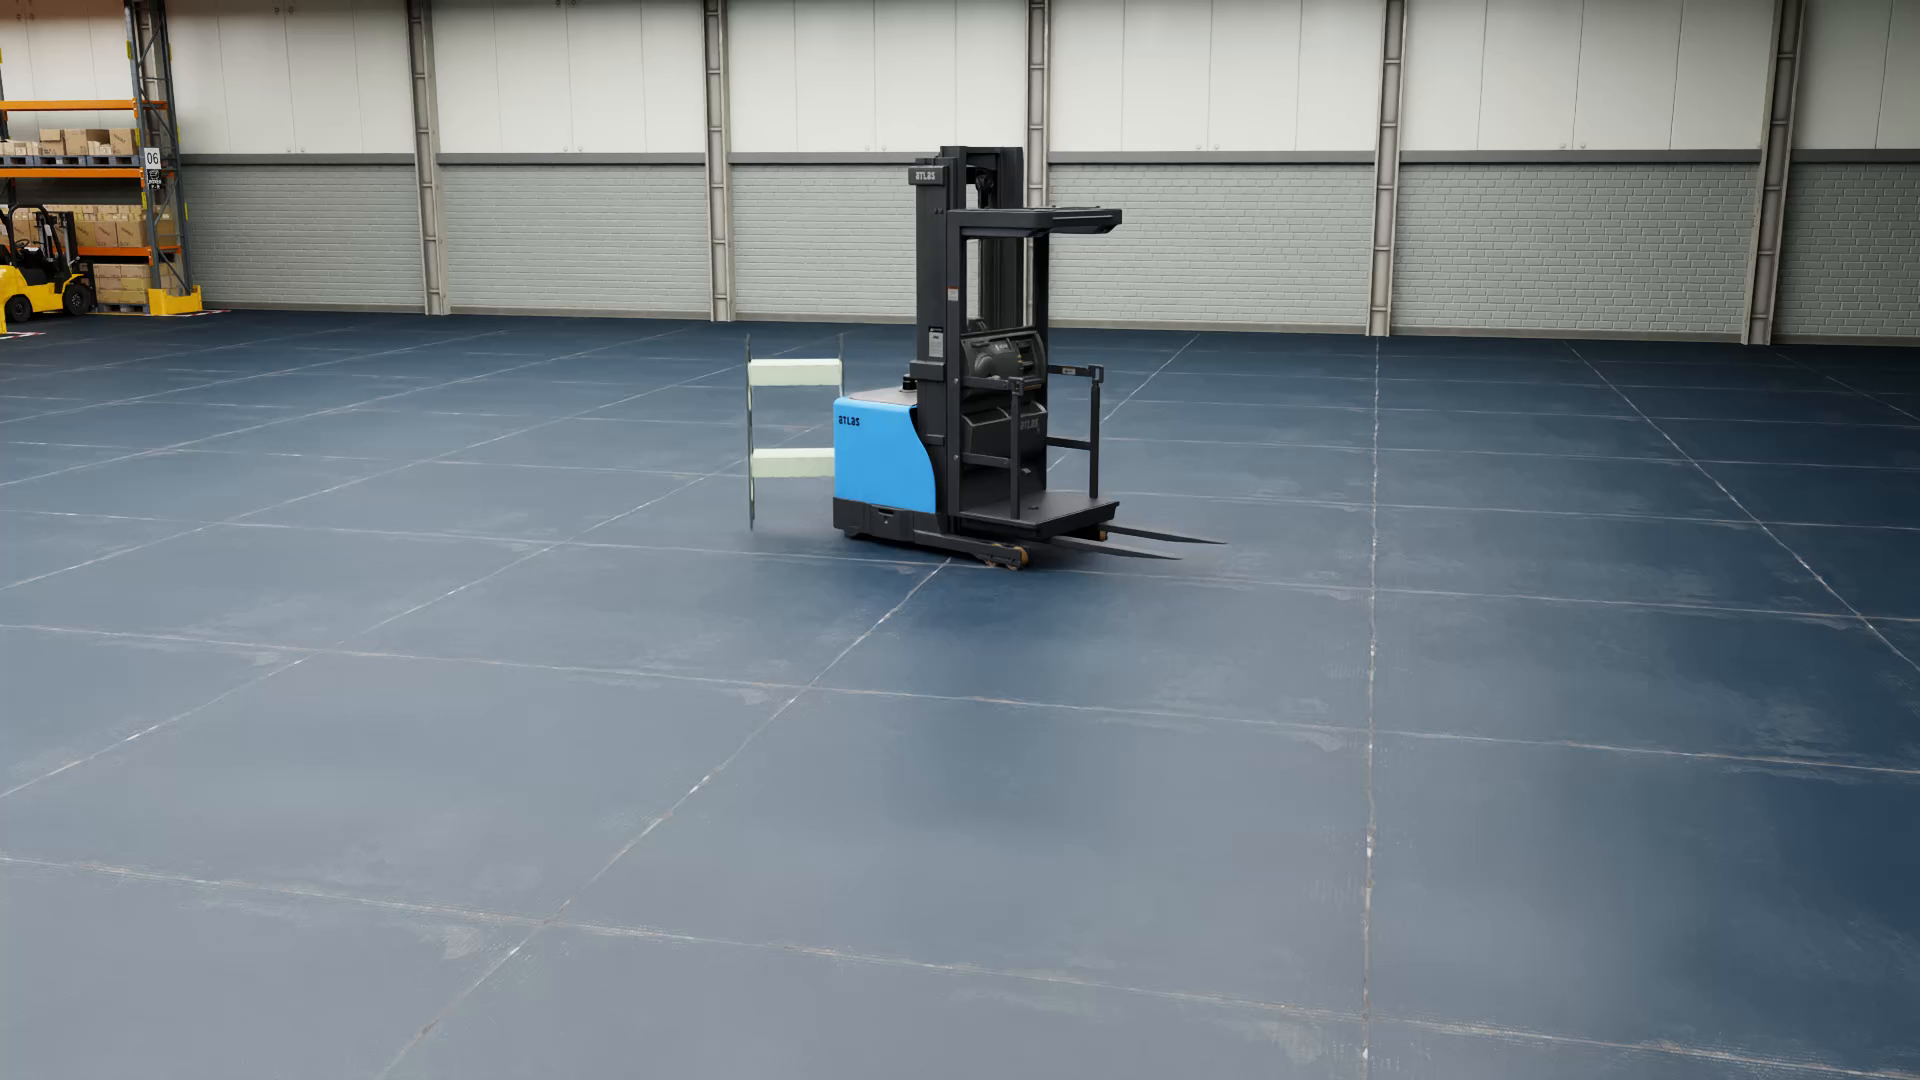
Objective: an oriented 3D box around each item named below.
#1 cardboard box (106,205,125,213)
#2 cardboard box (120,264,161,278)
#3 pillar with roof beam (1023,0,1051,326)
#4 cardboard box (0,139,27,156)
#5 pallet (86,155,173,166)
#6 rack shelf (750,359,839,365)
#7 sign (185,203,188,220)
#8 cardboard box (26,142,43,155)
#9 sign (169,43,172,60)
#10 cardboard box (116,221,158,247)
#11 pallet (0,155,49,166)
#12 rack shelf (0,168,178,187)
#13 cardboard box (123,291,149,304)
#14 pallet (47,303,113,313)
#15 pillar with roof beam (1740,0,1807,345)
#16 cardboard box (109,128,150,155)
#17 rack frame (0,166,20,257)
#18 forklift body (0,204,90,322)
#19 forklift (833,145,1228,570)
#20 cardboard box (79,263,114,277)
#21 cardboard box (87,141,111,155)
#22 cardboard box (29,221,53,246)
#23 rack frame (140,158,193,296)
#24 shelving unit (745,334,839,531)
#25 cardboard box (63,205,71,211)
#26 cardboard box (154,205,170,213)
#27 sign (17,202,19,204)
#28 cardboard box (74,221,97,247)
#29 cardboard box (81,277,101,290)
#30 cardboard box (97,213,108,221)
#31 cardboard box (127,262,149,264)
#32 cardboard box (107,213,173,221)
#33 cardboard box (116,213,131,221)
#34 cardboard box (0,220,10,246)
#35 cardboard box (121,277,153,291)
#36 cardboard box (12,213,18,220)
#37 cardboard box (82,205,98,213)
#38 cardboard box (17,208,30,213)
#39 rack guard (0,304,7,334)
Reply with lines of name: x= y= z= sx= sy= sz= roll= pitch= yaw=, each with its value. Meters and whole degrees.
cardboard box: x=-16.564 y=-6.505 z=32.713 sx=0.250 sy=0.149 sz=0.380 roll=3 pitch=13 yaw=15
cardboard box: x=-16.180 y=-5.315 z=32.835 sx=0.500 sy=0.250 sz=0.500 roll=4 pitch=13 yaw=15
pillar with roof beam: x=0.326 y=-7.321 z=24.955 sx=0.400 sy=9.000 sz=9.100 roll=3 pitch=13 yaw=14
cardboard box: x=-18.792 y=-7.794 z=33.017 sx=0.500 sy=0.311 sz=0.500 roll=3 pitch=13 yaw=15
pallet: x=-16.338 y=-7.469 z=32.753 sx=1.213 sy=0.211 sz=1.003 roll=3 pitch=13 yaw=14
rack shelf: x=-1.289 y=-1.330 z=13.009 sx=0.686 sy=0.124 sz=0.368 roll=-1 pitch=12 yaw=-5
sign: x=-15.519 y=-6.584 z=33.301 sx=0.005 sy=0.325 sz=0.100 roll=3 pitch=13 yaw=14
cardboard box: x=-18.173 y=-7.725 z=32.813 sx=0.258 sy=0.266 sz=0.396 roll=3 pitch=13 yaw=12
sign: x=-15.519 y=-9.584 z=32.635 sx=0.005 sy=0.325 sz=0.100 roll=3 pitch=13 yaw=14
cardboard box: x=-16.199 y=-6.025 z=32.734 sx=0.500 sy=0.500 sz=0.500 roll=3 pitch=13 yaw=12
pallet: x=-18.707 y=-7.596 z=33.324 sx=1.213 sy=0.211 sz=1.003 roll=3 pitch=13 yaw=14
rack shelf: x=-23.379 y=-6.942 z=34.623 sx=15.904 sy=1.578 sz=1.077 roll=3 pitch=13 yaw=14
cardboard box: x=-16.190 y=-4.826 z=32.941 sx=0.500 sy=0.250 sz=0.500 roll=3 pitch=13 yaw=14
pallet: x=-17.591 y=-4.739 z=33.607 sx=1.213 sy=0.211 sz=1.003 roll=3 pitch=13 yaw=14
pillar with roof beam: x=11.977 y=-6.698 z=22.148 sx=0.400 sy=9.000 sz=9.100 roll=3 pitch=13 yaw=14
cardboard box: x=-16.146 y=-7.745 z=32.359 sx=0.500 sy=0.500 sz=0.500 roll=3 pitch=13 yaw=15
rack frame: x=-19.541 y=-6.213 z=33.814 sx=0.127 sy=3.000 sz=1.000 roll=3 pitch=13 yaw=14
forklift body: x=-17.936 y=-5.306 z=31.685 sx=1.214 sy=2.155 sz=2.313 roll=3 pitch=13 yaw=14
forklift: x=0.488 y=-1.347 z=12.037 sx=3.031 sy=2.935 sz=1.130 roll=10 pitch=16 yaw=37
cardboard box: x=-17.169 y=-5.364 z=33.057 sx=0.500 sy=0.250 sz=0.500 roll=3 pitch=13 yaw=14
cardboard box: x=-16.781 y=-7.651 z=32.477 sx=0.258 sy=0.266 sz=0.396 roll=3 pitch=13 yaw=14
cardboard box: x=-18.172 y=-6.135 z=33.229 sx=0.500 sy=0.500 sz=0.500 roll=3 pitch=13 yaw=13
rack frame: x=-15.658 y=-6.006 z=32.879 sx=0.127 sy=3.000 sz=1.000 roll=3 pitch=13 yaw=14
shelving unit: x=-1.292 y=-0.853 z=13.112 sx=0.748 sy=1.500 sz=0.431 roll=-1 pitch=12 yaw=-5
cardboard box: x=-17.547 y=-6.569 z=33.003 sx=0.250 sy=0.149 sz=0.380 roll=3 pitch=13 yaw=14
cardboard box: x=-15.933 y=-6.579 z=33.046 sx=0.250 sy=0.149 sz=0.380 roll=3 pitch=13 yaw=12
sign: x=-19.410 y=-6.792 z=34.238 sx=0.005 sy=0.325 sz=0.100 roll=3 pitch=13 yaw=14
cardboard box: x=-17.198 y=-6.080 z=32.984 sx=0.500 sy=0.500 sz=0.500 roll=3 pitch=13 yaw=12
cardboard box: x=-17.196 y=-5.123 z=33.123 sx=0.500 sy=0.250 sz=0.500 roll=3 pitch=13 yaw=12
cardboard box: x=-16.792 y=-6.379 z=32.832 sx=0.250 sy=0.149 sz=0.380 roll=3 pitch=13 yaw=13
cardboard box: x=-16.565 y=-5.447 z=33.428 sx=0.500 sy=0.250 sz=0.500 roll=3 pitch=13 yaw=14
cardboard box: x=-16.244 y=-6.403 z=32.941 sx=0.794 sy=0.149 sz=0.880 roll=3 pitch=13 yaw=12
cardboard box: x=-18.208 y=-5.710 z=30.971 sx=3.004 sy=0.649 sz=4.768 roll=3 pitch=13 yaw=14
cardboard box: x=-19.173 y=-6.184 z=33.452 sx=0.500 sy=0.500 sz=0.500 roll=3 pitch=13 yaw=12
cardboard box: x=-16.205 y=-5.072 z=32.894 sx=0.500 sy=0.250 sz=0.500 roll=3 pitch=13 yaw=13
cardboard box: x=-18.784 y=-6.486 z=33.316 sx=0.250 sy=0.149 sz=0.380 roll=3 pitch=13 yaw=13
cardboard box: x=-17.067 y=-6.524 z=32.798 sx=0.250 sy=0.149 sz=0.380 roll=3 pitch=13 yaw=15
cardboard box: x=-18.552 y=-6.604 z=33.161 sx=0.250 sy=0.149 sz=0.380 roll=3 pitch=13 yaw=15
rack guard: x=-16.917 y=-3.746 z=28.462 sx=0.348 sy=0.500 sz=1.175 roll=3 pitch=13 yaw=14
